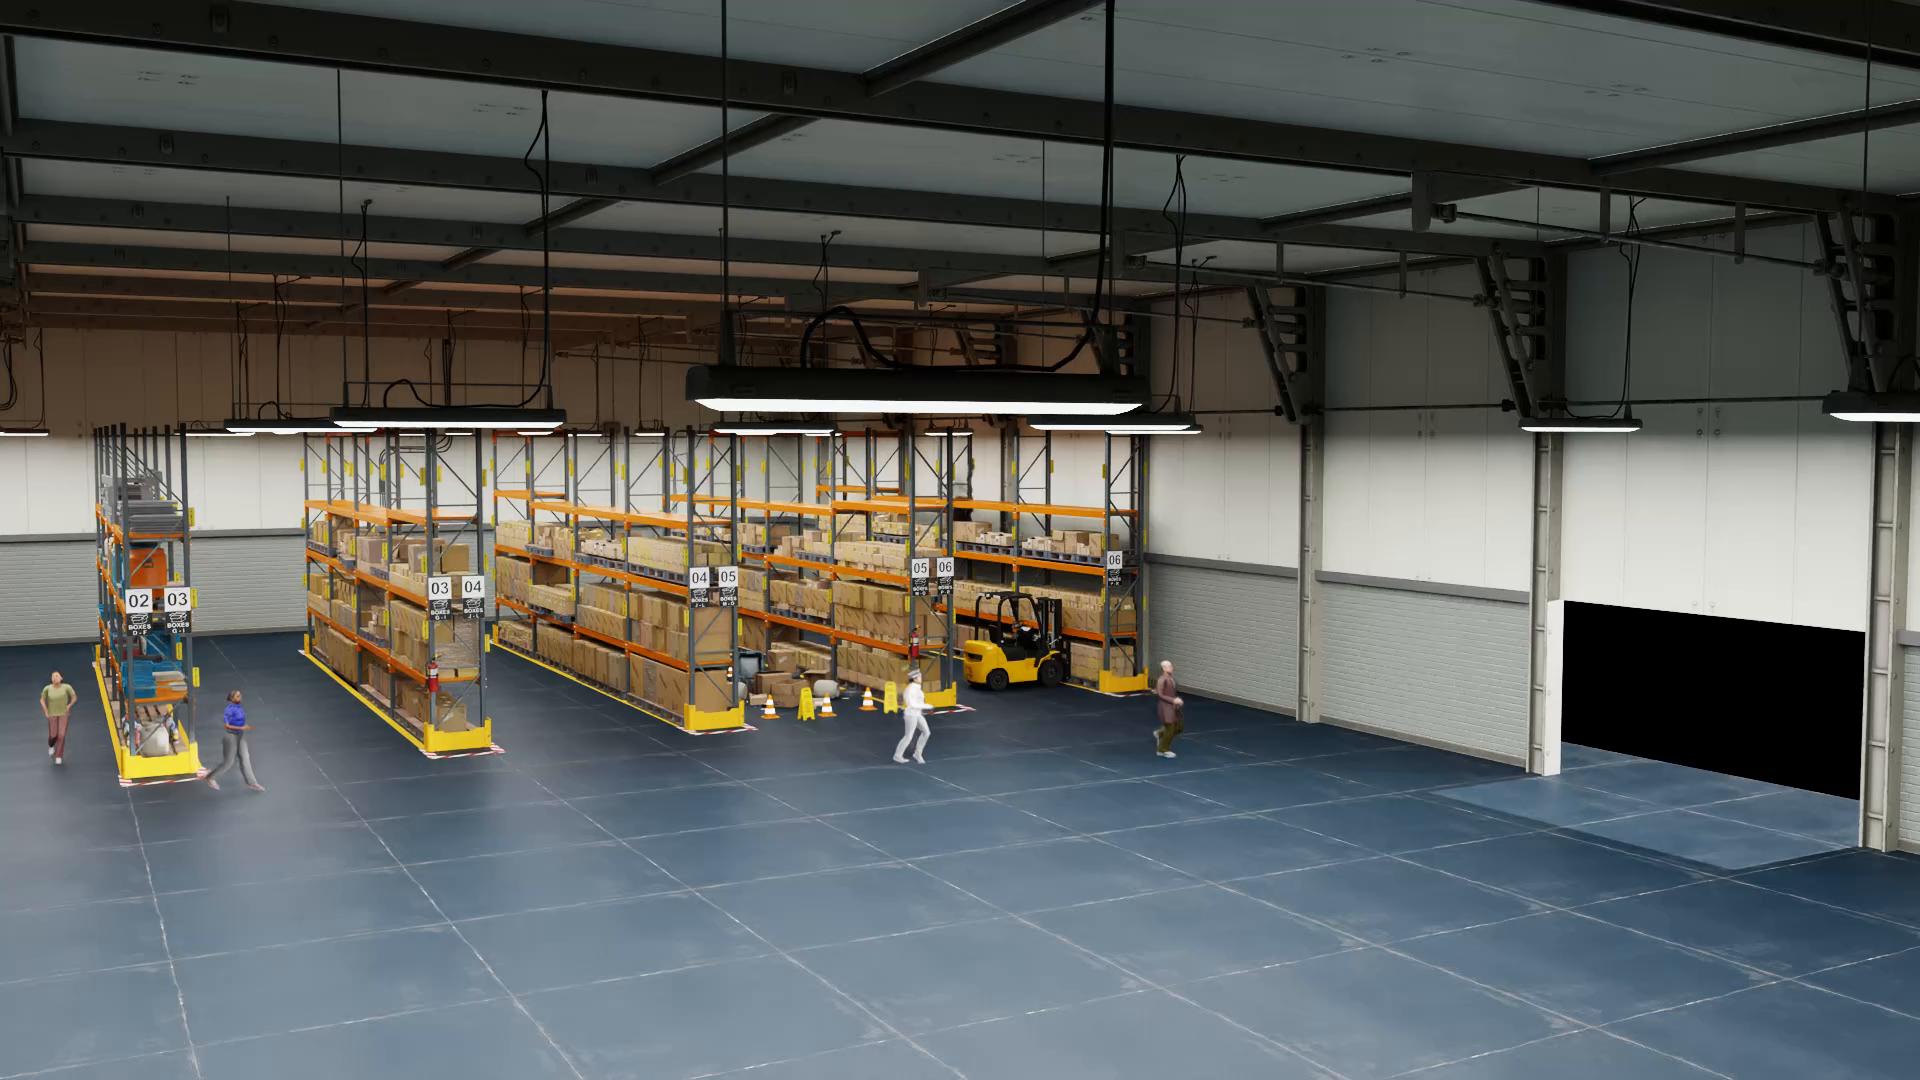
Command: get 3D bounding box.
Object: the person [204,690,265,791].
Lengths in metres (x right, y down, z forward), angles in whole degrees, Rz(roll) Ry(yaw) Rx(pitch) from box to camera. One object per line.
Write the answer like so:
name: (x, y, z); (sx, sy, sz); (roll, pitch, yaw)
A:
person: (-11.753, 3.244, 26.905); (0.935, 1.663, 0.592); (0, 3, 1)

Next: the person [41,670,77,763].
person: (-16.006, 3.124, 29.555); (0.574, 1.639, 0.585); (-2, 4, -26)

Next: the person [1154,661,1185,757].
person: (3.761, 3.086, 29.983); (0.633, 1.652, 0.707); (2, 4, 27)

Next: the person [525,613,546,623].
person: (-12.497, 1.952, 48.478); (0.859, 1.666, 0.729); (2, 4, 27)

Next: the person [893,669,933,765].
person: (-0.811, 3.122, 29.222); (0.738, 1.727, 0.562); (1, 4, 14)
